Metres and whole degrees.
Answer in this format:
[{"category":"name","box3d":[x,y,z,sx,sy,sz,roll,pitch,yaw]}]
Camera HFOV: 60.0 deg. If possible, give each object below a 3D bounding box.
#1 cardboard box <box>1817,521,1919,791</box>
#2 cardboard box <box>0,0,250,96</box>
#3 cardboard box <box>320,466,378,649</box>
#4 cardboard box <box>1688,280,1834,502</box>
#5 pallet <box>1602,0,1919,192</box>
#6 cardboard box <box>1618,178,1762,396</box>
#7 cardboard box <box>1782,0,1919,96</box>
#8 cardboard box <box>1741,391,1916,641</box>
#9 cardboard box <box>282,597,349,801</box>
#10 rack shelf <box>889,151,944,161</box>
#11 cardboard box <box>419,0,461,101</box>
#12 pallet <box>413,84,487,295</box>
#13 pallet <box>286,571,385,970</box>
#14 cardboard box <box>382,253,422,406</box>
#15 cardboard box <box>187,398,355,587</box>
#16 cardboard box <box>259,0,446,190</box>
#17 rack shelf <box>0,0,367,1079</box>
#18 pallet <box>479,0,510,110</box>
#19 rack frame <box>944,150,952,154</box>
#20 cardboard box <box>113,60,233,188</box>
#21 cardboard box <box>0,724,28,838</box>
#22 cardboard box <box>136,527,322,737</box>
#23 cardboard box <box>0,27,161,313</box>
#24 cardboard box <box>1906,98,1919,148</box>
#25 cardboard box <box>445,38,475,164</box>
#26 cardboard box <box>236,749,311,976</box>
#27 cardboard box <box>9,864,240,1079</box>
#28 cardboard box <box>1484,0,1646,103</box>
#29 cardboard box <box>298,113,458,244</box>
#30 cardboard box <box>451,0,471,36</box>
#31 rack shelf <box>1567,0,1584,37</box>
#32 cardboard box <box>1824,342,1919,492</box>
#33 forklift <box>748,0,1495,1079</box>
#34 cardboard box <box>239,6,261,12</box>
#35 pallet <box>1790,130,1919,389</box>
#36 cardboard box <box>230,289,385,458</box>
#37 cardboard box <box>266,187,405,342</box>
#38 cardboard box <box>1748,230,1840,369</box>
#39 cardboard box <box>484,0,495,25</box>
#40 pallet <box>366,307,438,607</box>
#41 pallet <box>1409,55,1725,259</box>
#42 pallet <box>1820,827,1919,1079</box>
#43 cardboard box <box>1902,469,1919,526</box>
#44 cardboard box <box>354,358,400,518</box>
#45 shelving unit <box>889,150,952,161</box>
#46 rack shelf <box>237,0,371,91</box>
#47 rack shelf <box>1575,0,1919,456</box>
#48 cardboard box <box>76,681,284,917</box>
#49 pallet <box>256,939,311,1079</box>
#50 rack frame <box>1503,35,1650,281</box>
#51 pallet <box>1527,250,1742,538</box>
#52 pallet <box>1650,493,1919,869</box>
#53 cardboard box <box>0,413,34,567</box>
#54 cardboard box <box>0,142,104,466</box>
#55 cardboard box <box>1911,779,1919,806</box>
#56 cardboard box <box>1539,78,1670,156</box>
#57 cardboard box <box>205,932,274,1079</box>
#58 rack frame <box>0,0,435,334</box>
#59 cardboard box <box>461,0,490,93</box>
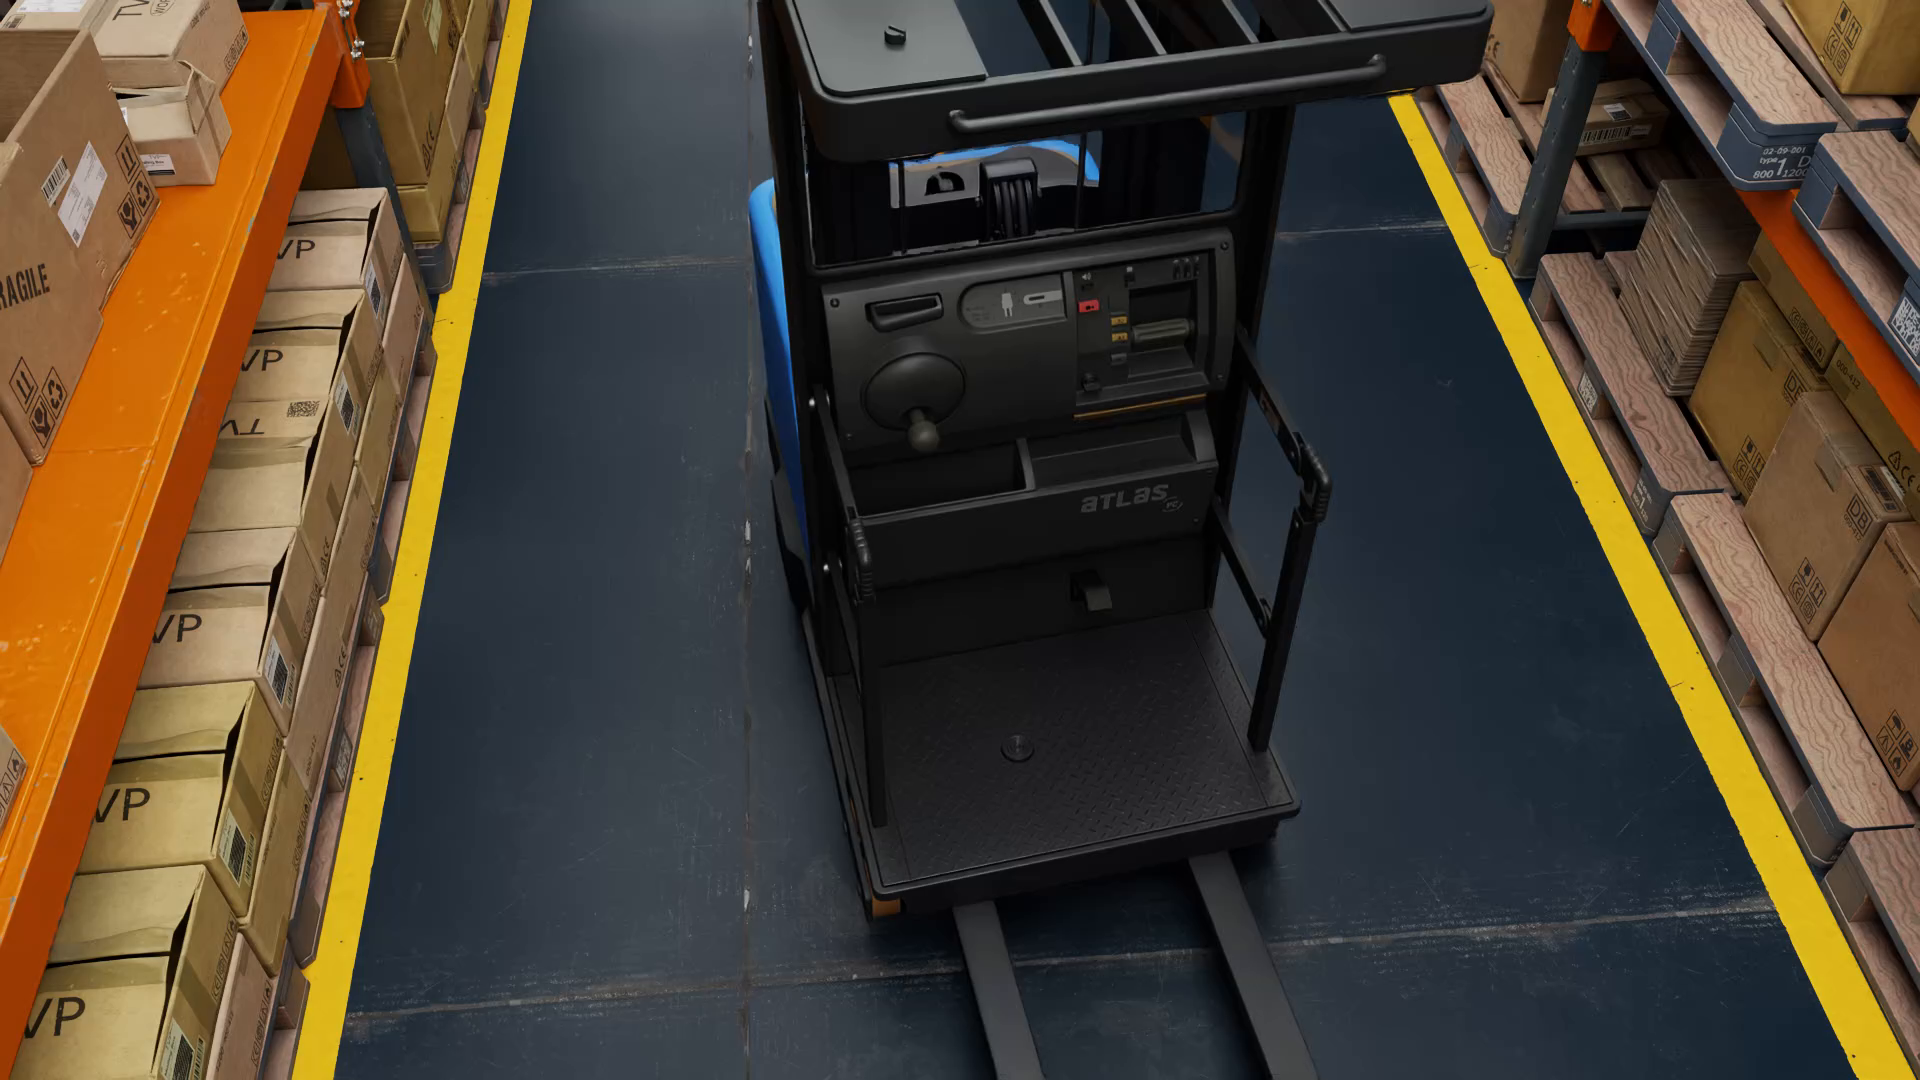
[{"category":"cardboard box","box3d":[2.770,0.282,4.336,0.700,0.500,0.500,-4,47,-4]},{"category":"cardboard box","box3d":[-2.307,-1.356,4.572,0.500,0.250,0.500,-1,47,-1]},{"category":"cardboard box","box3d":[-1.984,0.058,4.734,0.500,0.250,0.500,-3,47,-2]},{"category":"cardboard box","box3d":[2.716,-0.455,5.033,0.700,0.500,0.500,-4,47,-4]},{"category":"pallet","box3d":[2.463,-1.438,4.678,1.003,0.211,1.213,-3,47,-3]},{"category":"cardboard box","box3d":[2.622,-0.826,5.385,0.700,0.500,0.500,-2,47,-2]},{"category":"cardboard box","box3d":[2.592,-1.476,4.210,0.700,0.500,0.500,1,47,1]},{"category":"cardboard box","box3d":[2.718,-0.083,4.681,0.700,0.500,0.500,-3,47,-3]},{"category":"cardboard box","box3d":[-1.943,0.426,4.385,0.500,0.250,0.500,-3,47,-2]},{"category":"rack shelf","box3d":[-0.161,-1.105,5.035,0.258,0.103,0.180,-10,47,-9]},{"category":"cardboard box","box3d":[-2.168,-1.934,6.104,0.500,0.500,0.500,-3,47,-3]},{"category":"pallet","box3d":[-2.417,-1.381,6.412,1.003,0.211,1.213,-3,47,-3]},{"category":"pallet","box3d":[-2.186,0.613,4.524,1.003,0.211,1.213,-3,47,-3]},{"category":"cardboard box","box3d":[-2.068,-0.678,5.431,0.500,0.250,0.500,-4,47,-4]},{"category":"cardboard box","box3d":[-1.983,-0.140,4.535,0.500,0.311,0.500,-4,47,-3]},{"category":"cardboard box","box3d":[-2.119,-1.573,5.762,0.500,0.500,0.500,-3,47,-3]},{"category":"rack shelf","box3d":[-2.224,-0.067,3.743,1.077,0.370,4.000,-3,47,-3]},{"category":"pallet","box3d":[-2.522,-2.265,7.250,1.003,0.211,1.213,-3,47,-3]},{"category":"rack frame","box3d":[-0.140,-0.823,5.203,0.240,1.200,0.006,-10,47,-9]},{"category":"cardboard box","box3d":[-2.135,-1.090,4.309,0.396,0.266,0.258,-5,47,-4]},{"category":"cardboard box","box3d":[-1.939,0.504,2.768,0.500,0.311,0.500,-4,47,-4]},{"category":"cardboard box","box3d":[-1.945,0.223,4.191,0.500,0.311,0.500,-4,47,-4]},{"category":"cardboard box","box3d":[-2.300,-0.858,3.928,0.500,0.500,0.500,0,47,0]},{"category":"cardboard box","box3d":[2.679,-1.001,3.761,0.700,0.500,0.500,2,47,2]},{"category":"cardboard box","box3d":[-2.165,-1.676,6.376,0.500,0.250,0.500,-3,47,-3]},{"category":"cardboard box","box3d":[-1.901,0.797,4.033,0.500,0.250,0.500,-5,47,-4]},{"category":"cardboard box","box3d":[-1.861,0.964,3.489,0.500,0.311,0.500,-5,47,-4]},{"category":"cardboard box","box3d":[2.417,-2.106,6.597,0.500,0.500,0.500,-7,47,-6]},{"category":"cardboard box","box3d":[-2.129,-1.314,6.033,0.500,0.250,0.500,-3,47,-3]},{"category":"cardboard box","box3d":[-2.203,-2.296,6.447,0.500,0.500,0.500,-3,47,-3]},{"category":"rack shelf","box3d":[2.377,-3.265,6.772,1.077,0.370,4.000,-3,47,-3]},{"category":"cardboard box","box3d":[2.710,-0.389,4.454,0.500,0.250,0.500,-5,47,-4]},{"category":"forklift","box3d":[0.217,-0.343,3.556,1.130,2.935,3.031,-10,47,-9]},{"category":"cardboard box","box3d":[-2.679,-1.903,6.074,0.500,0.500,0.500,-3,47,-3]},{"category":"pallet","box3d":[2.672,-0.535,3.823,1.003,0.211,1.213,-3,47,-3]},{"category":"cardboard box","box3d":[-2.022,-0.502,4.877,0.500,0.311,0.500,-2,47,-2]},{"category":"cardboard box","box3d":[-2.072,-0.878,5.234,0.500,0.311,0.500,-3,47,-3]},{"category":"cardboard box","box3d":[2.663,-0.765,4.811,0.500,0.250,0.500,-4,47,-4]},{"category":"cardboard box","box3d":[-2.250,-2.400,7.062,0.500,0.250,0.500,-3,47,-3]},{"category":"pallet","box3d":[-2.291,-0.272,5.362,1.003,0.211,1.213,-3,47,-3]},{"category":"pallet","box3d":[2.453,-1.590,6.611,1.003,0.211,1.213,-3,47,-3]},{"category":"pallet","box3d":[2.815,1.222,3.947,1.003,0.211,1.213,-3,47,-3]},{"category":"cardboard box","box3d":[2.733,-0.027,4.111,0.500,0.250,0.500,-4,47,-3]},{"category":"cardboard box","box3d":[-2.028,-0.312,5.084,0.500,0.250,0.500,-4,47,-4]},{"category":"shelving unit","box3d":[-0.161,-0.888,5.264,0.258,1.200,0.189,-10,47,-9]},{"category":"rack shelf","box3d":[-2.559,-2.961,6.484,1.077,0.370,4.000,-3,47,-3]},{"category":"rack shelf","box3d":[2.712,-0.371,4.031,1.077,0.370,4.000,-3,47,-3]},{"category":"cardboard box","box3d":[-1.901,0.595,3.839,0.500,0.311,0.500,-5,47,-4]},{"category":"pallet","box3d":[-2.087,1.493,3.690,1.003,0.211,1.213,-3,47,-3]},{"category":"rack frame","box3d":[2.544,-2.065,5.140,1.000,3.000,0.127,-3,47,-3]},{"category":"pallet","box3d":[2.611,-0.543,5.619,1.003,0.211,1.213,-3,47,-3]},{"category":"pallet","box3d":[2.716,0.341,4.781,1.003,0.211,1.213,-3,47,-3]},{"category":"cardboard box","box3d":[-2.214,-0.115,3.224,0.500,0.500,0.500,-6,47,-5]},{"category":"cardboard box","box3d":[-2.258,-0.496,3.585,0.500,0.500,0.500,-3,47,-3]},{"category":"cardboard box","box3d":[2.839,0.639,3.997,0.700,0.500,0.500,-4,47,-3]},{"category":"cardboard box","box3d":[2.469,-1.628,6.374,0.380,0.166,0.250,-9,47,-8]},{"category":"cardboard box","box3d":[-1.851,1.173,3.678,0.500,0.250,0.500,-5,47,-4]},{"category":"rack frame","box3d":[-2.392,-1.762,4.852,1.000,3.000,0.127,-3,47,-3]},{"category":"cardboard box","box3d":[-2.202,-2.039,6.719,0.500,0.250,0.500,-3,47,-3]}]
